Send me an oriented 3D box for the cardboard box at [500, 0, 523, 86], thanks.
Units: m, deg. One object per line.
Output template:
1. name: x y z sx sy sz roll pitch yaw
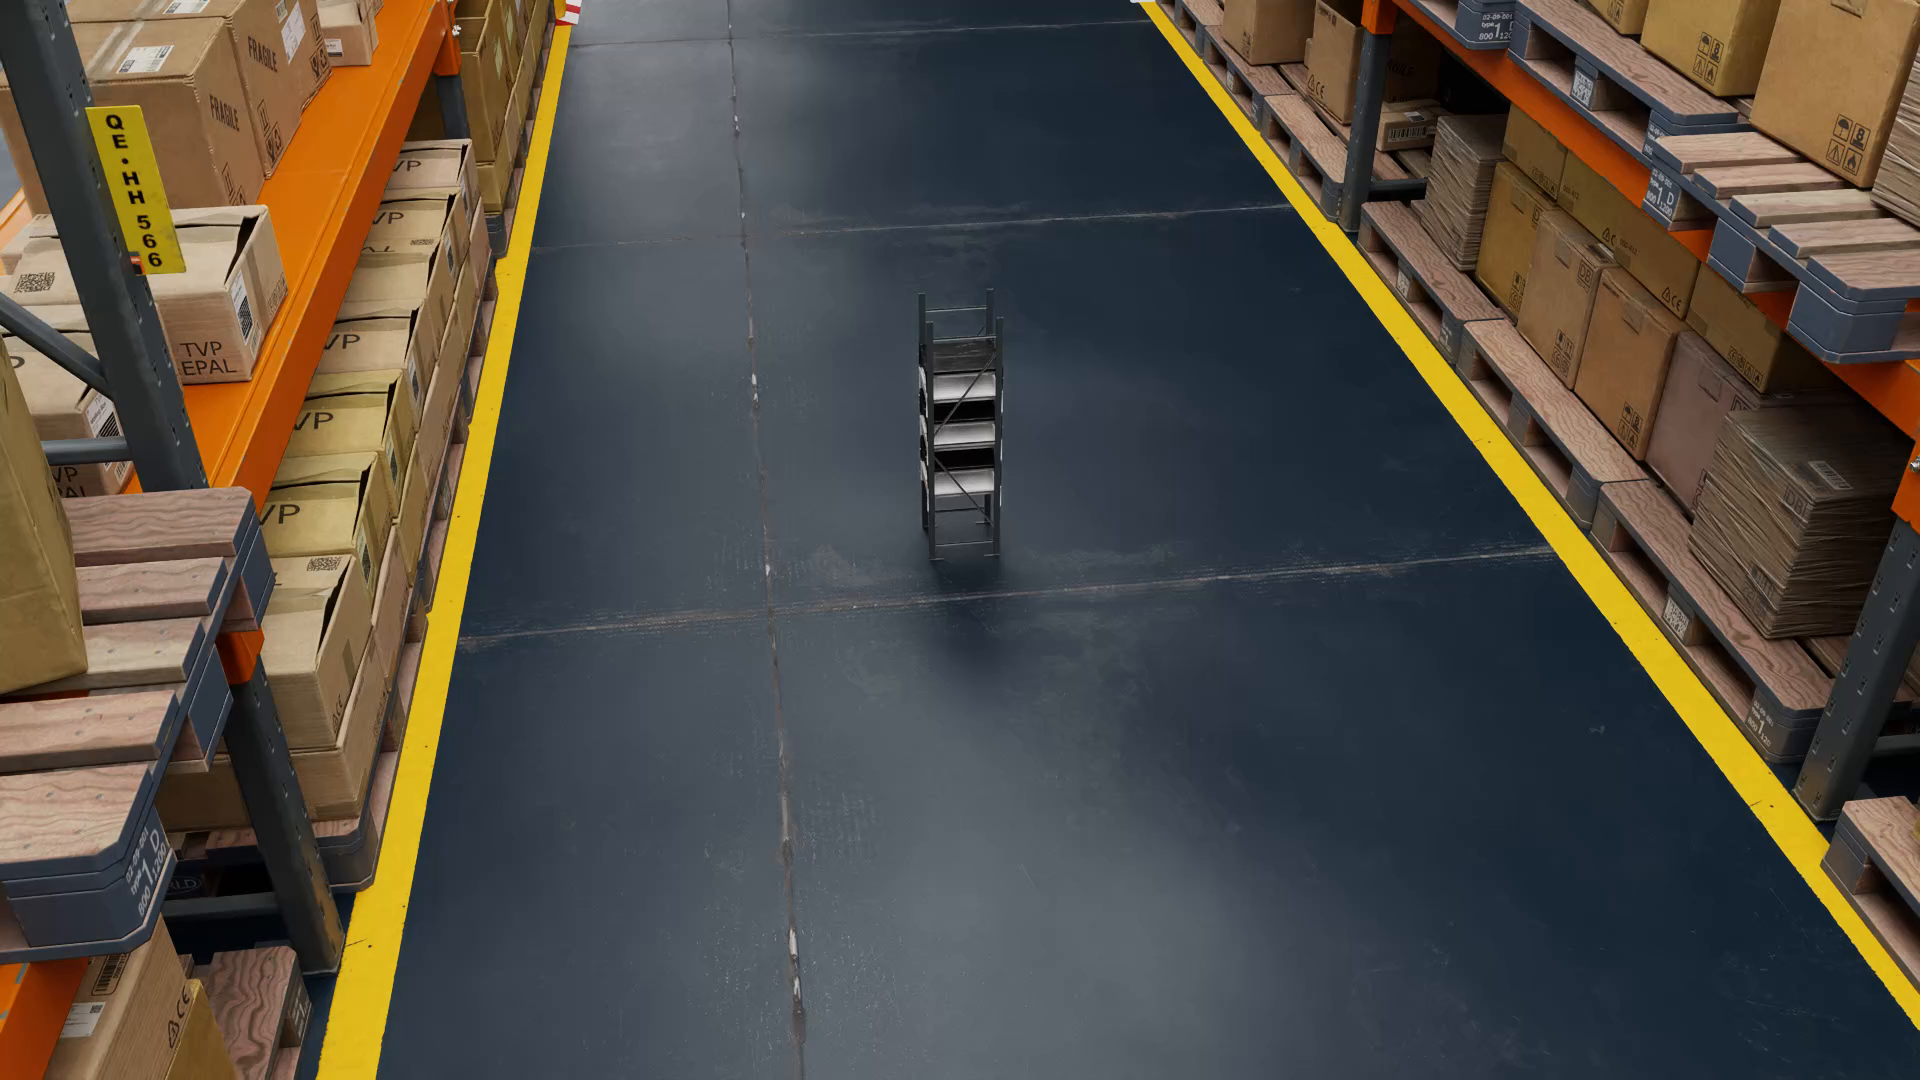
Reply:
1. cardboard box: -2.482 -2.568 8.258 0.500 0.500 0.500 -4 35 -6

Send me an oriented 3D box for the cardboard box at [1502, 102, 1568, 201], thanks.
1. cardboard box: 2.491 -1.562 6.541 0.500 0.250 0.500 -5 35 -7

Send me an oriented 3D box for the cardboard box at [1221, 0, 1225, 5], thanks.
1. cardboard box: 1.855 -3.350 9.999 0.500 0.311 0.500 -2 34 -2

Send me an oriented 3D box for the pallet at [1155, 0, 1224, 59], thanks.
1. pallet: 1.859 -3.339 10.463 1.003 0.211 1.213 -4 35 -6

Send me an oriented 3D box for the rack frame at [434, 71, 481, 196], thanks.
1. rack frame: -2.595 -2.381 6.580 1.000 3.000 0.127 -4 35 -6

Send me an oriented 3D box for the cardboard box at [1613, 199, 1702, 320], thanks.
1. cardboard box: 2.614 -0.992 5.705 0.500 0.250 0.500 -5 35 -7

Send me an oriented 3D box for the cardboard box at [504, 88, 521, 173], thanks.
1. cardboard box: -2.420 -1.979 8.059 0.500 0.250 0.500 -4 35 -6

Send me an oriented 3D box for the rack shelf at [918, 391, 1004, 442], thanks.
1. rack shelf: 0.001 -0.414 5.458 0.258 0.077 0.200 -4 35 -6

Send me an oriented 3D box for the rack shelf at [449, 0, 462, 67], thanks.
1. rack shelf: -2.864 -3.199 8.420 1.077 0.370 4.000 -4 35 -6

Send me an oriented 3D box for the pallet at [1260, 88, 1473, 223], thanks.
1. pallet: 2.187 -1.978 8.465 1.003 0.211 1.213 -4 35 -6

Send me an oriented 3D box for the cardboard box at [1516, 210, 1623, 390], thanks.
1. cardboard box: 2.576 -0.925 6.273 0.700 0.500 0.500 -4 34 -6

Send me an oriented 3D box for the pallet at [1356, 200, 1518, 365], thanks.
1. pallet: 2.419 -1.171 7.281 1.003 0.211 1.213 -4 35 -6

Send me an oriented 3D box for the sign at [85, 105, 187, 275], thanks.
1. sign: -1.521 -0.641 3.069 0.100 0.325 0.005 -4 35 -6

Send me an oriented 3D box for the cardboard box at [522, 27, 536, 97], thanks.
1. cardboard box: -2.555 -2.537 8.878 0.500 0.250 0.500 -4 35 -6

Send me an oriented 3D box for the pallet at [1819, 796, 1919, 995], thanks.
1. pallet: 2.882 1.072 3.989 1.003 0.211 1.213 -4 35 -6

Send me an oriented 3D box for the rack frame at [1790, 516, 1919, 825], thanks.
1. rack frame: 2.851 -0.526 3.858 1.000 3.000 0.127 -4 35 -6

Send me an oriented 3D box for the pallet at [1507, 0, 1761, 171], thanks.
1. pallet: 2.544 -1.548 5.528 1.003 0.211 1.213 -4 35 -6

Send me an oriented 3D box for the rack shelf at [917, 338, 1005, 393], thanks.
1. rack shelf: 0.001 -0.563 5.357 0.258 0.077 0.200 -4 35 -6

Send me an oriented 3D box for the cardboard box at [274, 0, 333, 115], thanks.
1. cardboard box: -2.437 -1.698 5.490 0.500 0.500 0.500 -2 34 -3

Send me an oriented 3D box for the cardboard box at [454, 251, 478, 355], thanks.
1. cardboard box: -2.186 -0.926 6.514 0.500 0.250 0.500 -5 35 -7

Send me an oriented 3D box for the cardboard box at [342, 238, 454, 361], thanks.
1. cardboard box: -2.116 -0.877 5.944 0.500 0.311 0.500 -4 35 -7

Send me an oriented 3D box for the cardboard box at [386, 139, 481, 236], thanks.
1. cardboard box: -2.257 -1.445 6.778 0.500 0.311 0.500 -4 35 -6

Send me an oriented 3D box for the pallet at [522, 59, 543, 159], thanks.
1. pallet: -2.828 -2.358 9.022 1.003 0.211 1.213 -4 35 -6

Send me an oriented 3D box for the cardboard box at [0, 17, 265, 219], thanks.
1. cardboard box: -2.299 -1.125 4.648 0.500 0.500 0.500 -6 35 -9

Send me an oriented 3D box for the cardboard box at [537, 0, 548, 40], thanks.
1. cardboard box: -2.689 -3.095 9.697 0.500 0.250 0.500 -4 35 -6

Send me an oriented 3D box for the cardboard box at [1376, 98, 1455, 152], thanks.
1. cardboard box: 2.211 -2.065 8.242 0.380 0.166 0.250 -9 35 -13

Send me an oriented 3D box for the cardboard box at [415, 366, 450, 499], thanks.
1. cardboard box: -2.050 -0.357 5.678 0.500 0.250 0.500 -4 34 -5

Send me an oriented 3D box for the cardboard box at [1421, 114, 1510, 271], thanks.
1. cardboard box: 2.428 -1.497 7.113 0.700 0.500 0.500 -3 34 -5

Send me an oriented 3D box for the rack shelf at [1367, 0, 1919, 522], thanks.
1. rack shelf: 2.582 -1.345 5.698 1.077 0.370 4.000 -4 35 -6

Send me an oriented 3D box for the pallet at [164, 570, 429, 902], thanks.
1. pallet: -2.129 0.541 4.768 1.003 0.211 1.213 -4 35 -6

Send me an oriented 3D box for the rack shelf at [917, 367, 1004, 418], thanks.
1. rack shelf: 0.001 -0.489 5.407 0.258 0.077 0.200 -4 35 -6

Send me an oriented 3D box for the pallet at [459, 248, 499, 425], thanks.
1. pallet: -2.458 -0.820 6.766 1.003 0.211 1.213 -4 35 -6

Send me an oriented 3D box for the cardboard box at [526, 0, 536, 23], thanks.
1. cardboard box: -2.617 -3.126 9.077 0.500 0.500 0.500 -4 35 -6

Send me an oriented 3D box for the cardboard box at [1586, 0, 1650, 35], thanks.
1. cardboard box: 2.535 -2.017 5.567 0.700 0.500 0.500 0 34 0

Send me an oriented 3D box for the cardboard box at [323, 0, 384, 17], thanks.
1. cardboard box: -2.486 -2.047 6.224 0.500 0.250 0.500 -2 34 -3

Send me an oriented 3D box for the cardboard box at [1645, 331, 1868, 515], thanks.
1. cardboard box: 2.748 -0.369 5.456 0.700 0.500 0.500 -4 35 -6

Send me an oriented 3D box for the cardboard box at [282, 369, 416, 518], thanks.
1. cardboard box: -1.982 -0.309 5.111 0.500 0.311 0.500 -5 35 -8

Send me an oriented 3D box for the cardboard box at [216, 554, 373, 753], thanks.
1. cardboard box: -1.837 0.268 4.264 0.500 0.311 0.500 -3 34 -5

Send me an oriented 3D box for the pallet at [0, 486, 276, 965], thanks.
1. pallet: -1.897 0.304 2.811 1.213 0.211 1.003 -4 35 -6

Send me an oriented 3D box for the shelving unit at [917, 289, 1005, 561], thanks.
1. shelving unit: 0.001 -0.367 5.490 0.258 0.900 0.210 -4 35 -6

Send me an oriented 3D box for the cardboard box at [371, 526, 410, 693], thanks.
1. cardboard box: -1.905 0.219 4.833 0.500 0.250 0.500 -5 35 -8

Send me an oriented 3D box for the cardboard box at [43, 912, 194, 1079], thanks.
1. cardboard box: -1.687 0.928 2.888 0.500 0.250 0.500 -3 34 -5

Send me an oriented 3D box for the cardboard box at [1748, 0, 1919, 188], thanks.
1. cardboard box: 2.676 -1.320 4.544 0.700 0.500 0.500 -8 35 -11

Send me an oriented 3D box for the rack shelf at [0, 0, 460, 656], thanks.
1. rack shelf: -2.326 -0.967 5.145 1.077 0.370 4.000 -4 35 -6

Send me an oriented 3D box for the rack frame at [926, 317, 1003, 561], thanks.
1. rack frame: 0.015 -0.311 5.407 0.240 0.900 0.006 -4 35 -6

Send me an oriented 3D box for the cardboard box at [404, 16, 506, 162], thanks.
1. cardboard box: -2.348 -2.010 7.439 0.500 0.500 0.500 -4 35 -6

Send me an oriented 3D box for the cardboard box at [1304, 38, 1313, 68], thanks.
1. cardboard box: 2.118 -2.656 9.124 0.380 0.149 0.250 -7 35 -10

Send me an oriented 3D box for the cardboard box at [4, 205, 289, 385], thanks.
1. cardboard box: -1.986 -0.625 4.083 0.500 0.311 0.500 -5 35 -7

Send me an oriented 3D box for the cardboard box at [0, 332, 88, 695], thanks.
1. cardboard box: -1.861 -0.020 2.655 0.700 0.500 0.500 -16 37 -22
